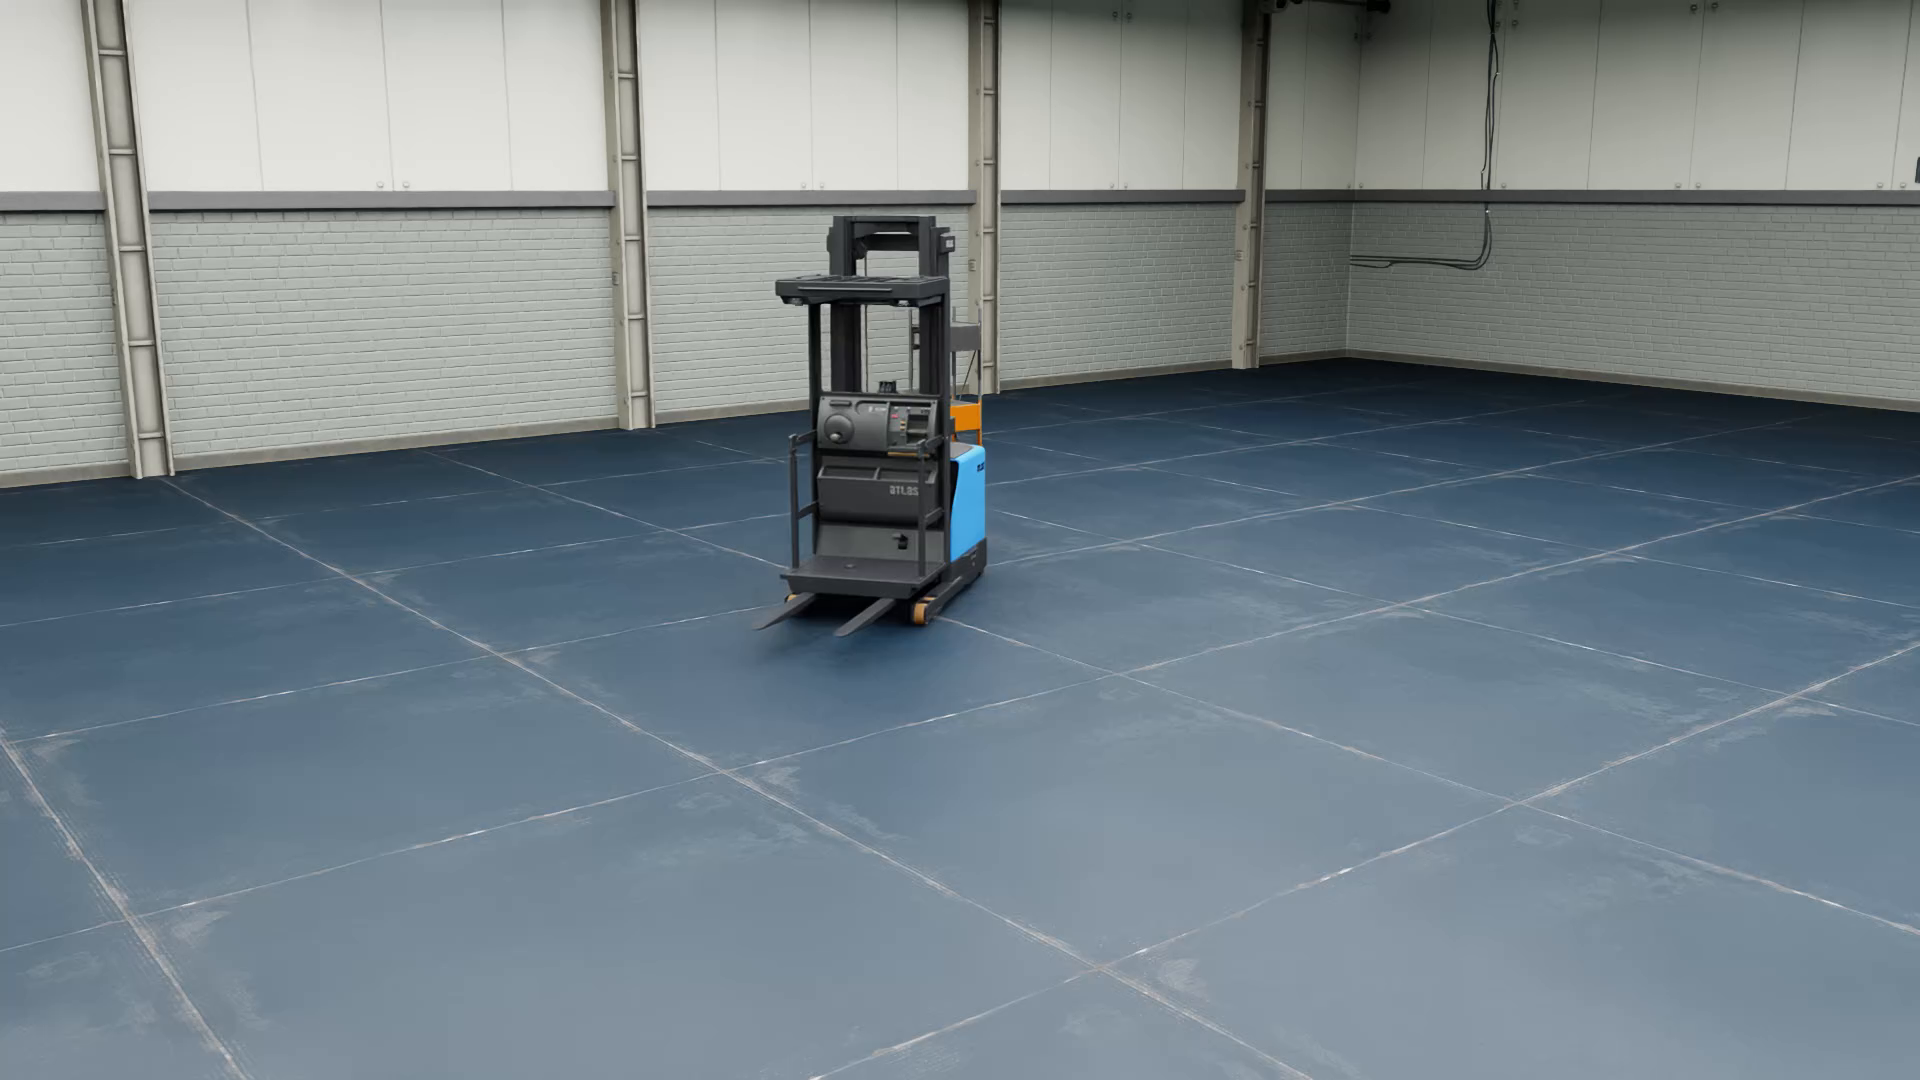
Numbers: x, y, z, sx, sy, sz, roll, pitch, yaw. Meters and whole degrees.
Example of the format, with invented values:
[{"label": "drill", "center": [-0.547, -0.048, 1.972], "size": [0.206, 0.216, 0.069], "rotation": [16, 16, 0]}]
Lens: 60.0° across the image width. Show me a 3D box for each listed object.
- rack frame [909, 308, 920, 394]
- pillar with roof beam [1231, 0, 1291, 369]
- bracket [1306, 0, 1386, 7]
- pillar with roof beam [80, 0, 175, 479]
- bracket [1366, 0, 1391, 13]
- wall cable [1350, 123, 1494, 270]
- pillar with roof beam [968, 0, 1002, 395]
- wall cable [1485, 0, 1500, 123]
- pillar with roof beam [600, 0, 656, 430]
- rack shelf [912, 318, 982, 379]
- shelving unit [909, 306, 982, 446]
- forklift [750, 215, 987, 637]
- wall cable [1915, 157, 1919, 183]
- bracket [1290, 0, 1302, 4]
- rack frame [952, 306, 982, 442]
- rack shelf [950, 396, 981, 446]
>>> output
[{"label": "rack frame", "center": [-0.320, -0.974, 14.660], "size": [0.015, 2.100, 0.400], "rotation": [-9, 15, -38]}, {"label": "pillar with roof beam", "center": [7.746, -6.763, 25.312], "size": [0.548, 9.000, 9.100], "rotation": [-9, 15, -38]}, {"label": "bracket", "center": [6.992, -9.449, 29.296], "size": [3.189, 0.066, 0.076], "rotation": [-9, 15, -38]}, {"label": "pillar with roof beam", "center": [-6.309, -4.427, 14.312], "size": [0.400, 9.000, 9.100], "rotation": [-9, 15, -38]}, {"label": "bracket", "center": [7.453, -9.525, 29.657], "size": [0.430, 0.232, 0.235], "rotation": [-9, 15, -38]}, {"label": "wall cable", "center": [8.183, -6.110, 29.713], "size": [0.112, 2.526, 3.097], "rotation": [-9, 15, -38]}, {"label": "pillar with roof beam", "center": [3.061, -5.984, 21.645], "size": [0.400, 9.000, 9.100], "rotation": [-9, 15, -38]}, {"label": "wall cable", "center": [9.873, -8.141, 27.122], "size": [0.112, 2.526, 3.097], "rotation": [-9, 15, -38]}, {"label": "pillar with roof beam", "center": [-1.624, -5.206, 17.979], "size": [0.400, 9.000, 9.100], "rotation": [-9, 15, -38]}, {"label": "rack shelf", "center": [-0.129, -1.677, 14.667], "size": [0.480, 0.518, 0.431], "rotation": [-9, 15, -38]}, {"label": "shelving unit", "center": [-0.129, -1.006, 14.810], "size": [0.503, 2.100, 0.431], "rotation": [-9, 15, -38]}, {"label": "forklift", "center": [-0.679, -0.899, 12.305], "size": [1.130, 2.935, 3.031], "rotation": [3, 12, 16]}, {"label": "wall cable", "center": [14.102, -7.750, 21.776], "size": [0.169, 6.003, 2.305], "rotation": [-9, 15, -38]}, {"label": "bracket", "center": [5.603, -9.218, 28.209], "size": [0.430, 0.232, 0.235], "rotation": [-9, 15, -38]}, {"label": "rack frame", "center": [0.061, -1.037, 14.959], "size": [0.015, 2.100, 0.400], "rotation": [-9, 15, -38]}, {"label": "rack shelf", "center": [-0.129, -0.992, 14.812], "size": [0.480, 0.518, 0.431], "rotation": [-9, 15, -38]}]
